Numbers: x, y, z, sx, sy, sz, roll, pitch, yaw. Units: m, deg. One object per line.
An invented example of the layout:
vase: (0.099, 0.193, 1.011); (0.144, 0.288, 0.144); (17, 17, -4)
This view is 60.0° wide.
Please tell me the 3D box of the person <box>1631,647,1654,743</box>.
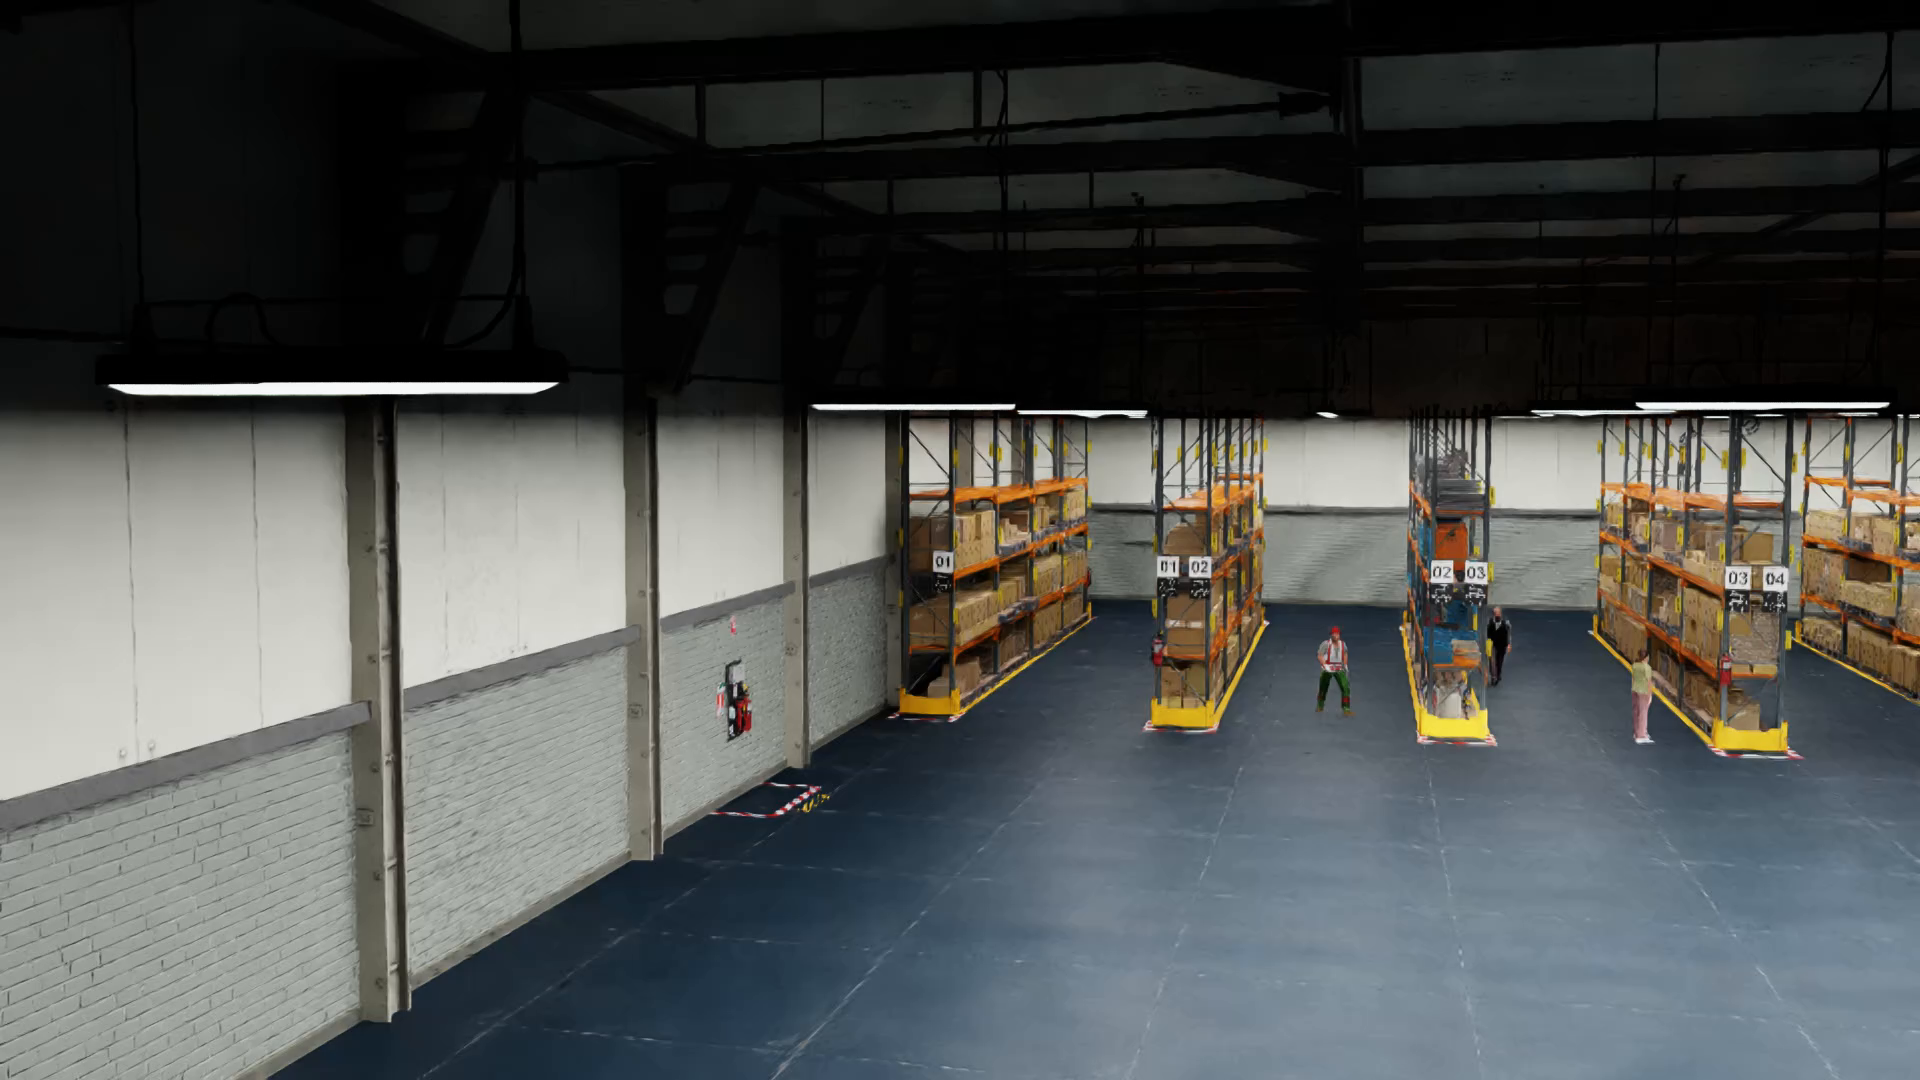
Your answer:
person: (12.181, 2.746, 29.599); (0.451, 1.678, 0.540); (-1, 4, -15)

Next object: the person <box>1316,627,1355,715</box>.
person: (7.280, 2.528, 32.419); (0.675, 1.720, 0.842); (0, 4, -3)

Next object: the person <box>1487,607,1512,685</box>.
person: (11.730, 2.292, 36.241); (0.555, 1.669, 1.029); (1, 4, 13)

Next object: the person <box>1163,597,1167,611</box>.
person: (6.135, 1.329, 49.355); (0.577, 1.691, 1.121); (1, 4, 16)
